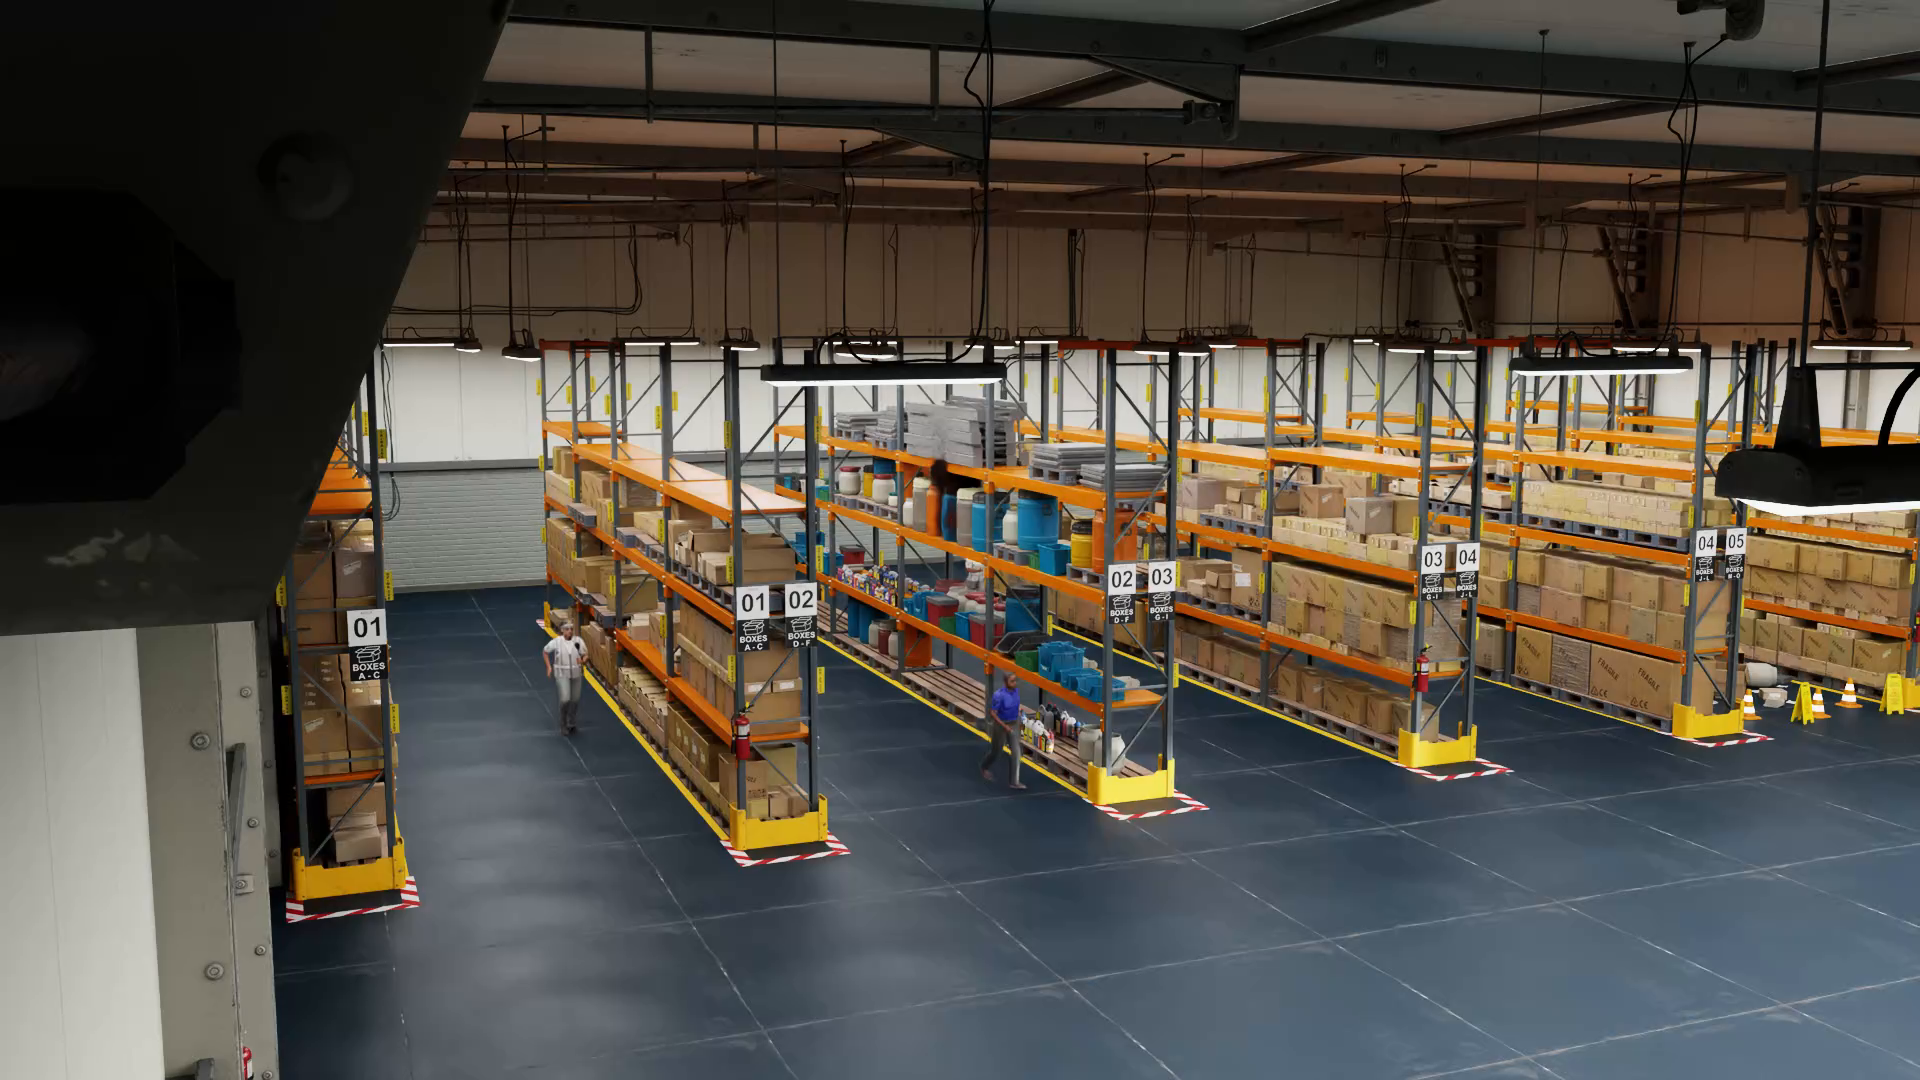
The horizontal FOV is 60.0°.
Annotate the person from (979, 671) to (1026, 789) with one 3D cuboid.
[{"bbox_3d":[0.590,2.592,22.693,0.555,1.550,0.935,-5,9,-34],"label":"person"}]

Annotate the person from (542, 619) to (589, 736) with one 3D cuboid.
[{"bbox_3d":[-6.061,2.124,25.732,0.657,1.820,0.734,-4,8,-28],"label":"person"}]

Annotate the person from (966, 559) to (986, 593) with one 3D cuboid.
[{"bbox_3d":[0.342,0.892,35.352,0.553,1.739,0.862,-3,8,-22],"label":"person"}]
